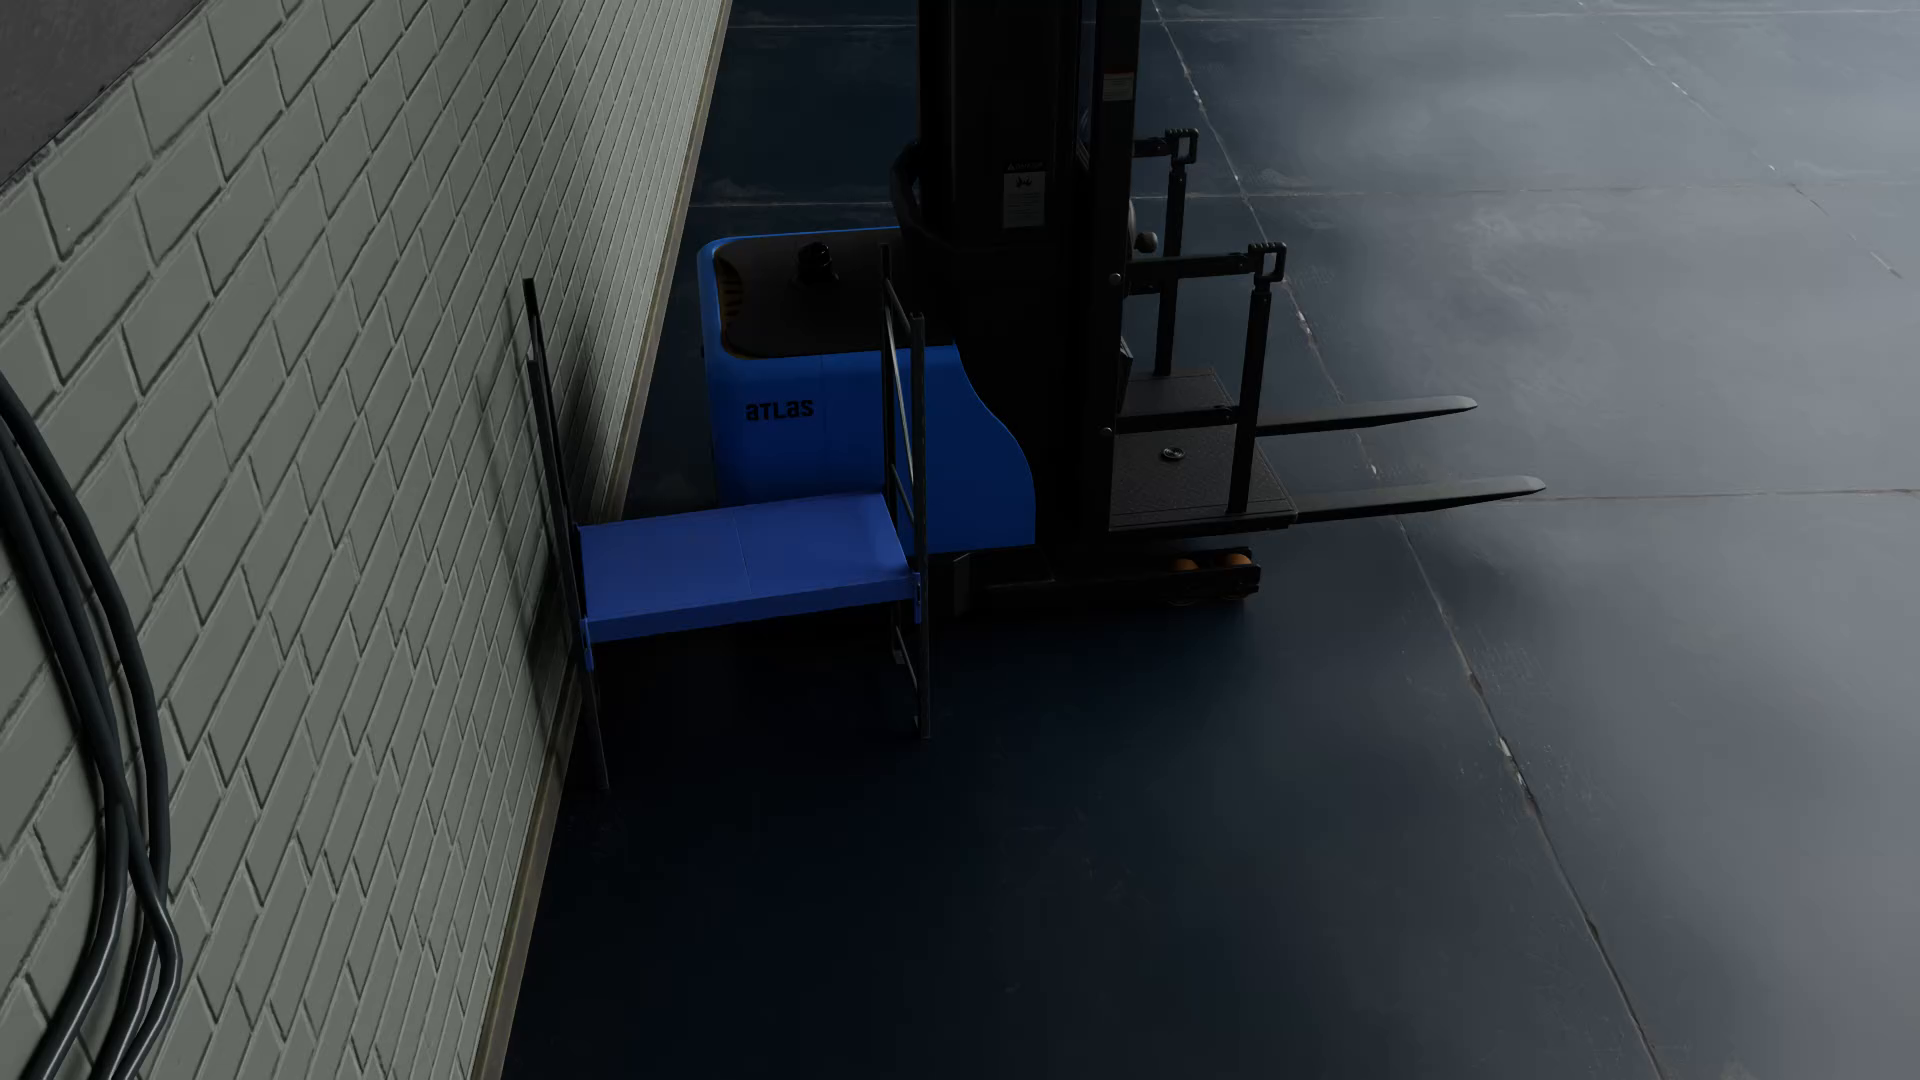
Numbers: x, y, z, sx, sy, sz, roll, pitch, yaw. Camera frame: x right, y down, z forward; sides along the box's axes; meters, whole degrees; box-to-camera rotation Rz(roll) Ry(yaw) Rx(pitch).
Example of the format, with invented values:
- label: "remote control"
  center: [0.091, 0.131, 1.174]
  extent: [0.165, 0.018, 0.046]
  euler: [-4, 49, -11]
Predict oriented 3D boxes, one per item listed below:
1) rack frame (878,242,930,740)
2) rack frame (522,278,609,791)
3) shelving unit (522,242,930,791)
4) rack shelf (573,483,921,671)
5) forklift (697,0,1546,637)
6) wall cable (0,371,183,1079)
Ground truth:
- label: "rack frame"
  center: [-0.169, -0.116, 5.099]
  extent: [0.032, 1.500, 0.500]
  euler: [-8, 35, -11]
- label: "rack frame"
  center: [-1.158, 0.018, 4.906]
  extent: [0.032, 1.500, 0.500]
  euler: [-8, 35, -11]
- label: "shelving unit"
  center: [-0.663, -0.049, 5.002]
  extent: [1.048, 1.500, 0.538]
  euler: [-8, 35, -11]
- label: "rack shelf"
  center: [-0.663, 0.099, 5.105]
  extent: [1.000, 0.185, 0.538]
  euler: [-8, 35, -11]
- label: "forklift"
  center: [0.619, -1.263, 5.500]
  extent: [3.031, 2.935, 1.130]
  euler: [-5, 35, -8]
- label: "wall cable"
  center: [-1.035, 0.353, 0.561]
  extent: [0.112, 2.526, 3.097]
  euler: [-2, 35, -2]
